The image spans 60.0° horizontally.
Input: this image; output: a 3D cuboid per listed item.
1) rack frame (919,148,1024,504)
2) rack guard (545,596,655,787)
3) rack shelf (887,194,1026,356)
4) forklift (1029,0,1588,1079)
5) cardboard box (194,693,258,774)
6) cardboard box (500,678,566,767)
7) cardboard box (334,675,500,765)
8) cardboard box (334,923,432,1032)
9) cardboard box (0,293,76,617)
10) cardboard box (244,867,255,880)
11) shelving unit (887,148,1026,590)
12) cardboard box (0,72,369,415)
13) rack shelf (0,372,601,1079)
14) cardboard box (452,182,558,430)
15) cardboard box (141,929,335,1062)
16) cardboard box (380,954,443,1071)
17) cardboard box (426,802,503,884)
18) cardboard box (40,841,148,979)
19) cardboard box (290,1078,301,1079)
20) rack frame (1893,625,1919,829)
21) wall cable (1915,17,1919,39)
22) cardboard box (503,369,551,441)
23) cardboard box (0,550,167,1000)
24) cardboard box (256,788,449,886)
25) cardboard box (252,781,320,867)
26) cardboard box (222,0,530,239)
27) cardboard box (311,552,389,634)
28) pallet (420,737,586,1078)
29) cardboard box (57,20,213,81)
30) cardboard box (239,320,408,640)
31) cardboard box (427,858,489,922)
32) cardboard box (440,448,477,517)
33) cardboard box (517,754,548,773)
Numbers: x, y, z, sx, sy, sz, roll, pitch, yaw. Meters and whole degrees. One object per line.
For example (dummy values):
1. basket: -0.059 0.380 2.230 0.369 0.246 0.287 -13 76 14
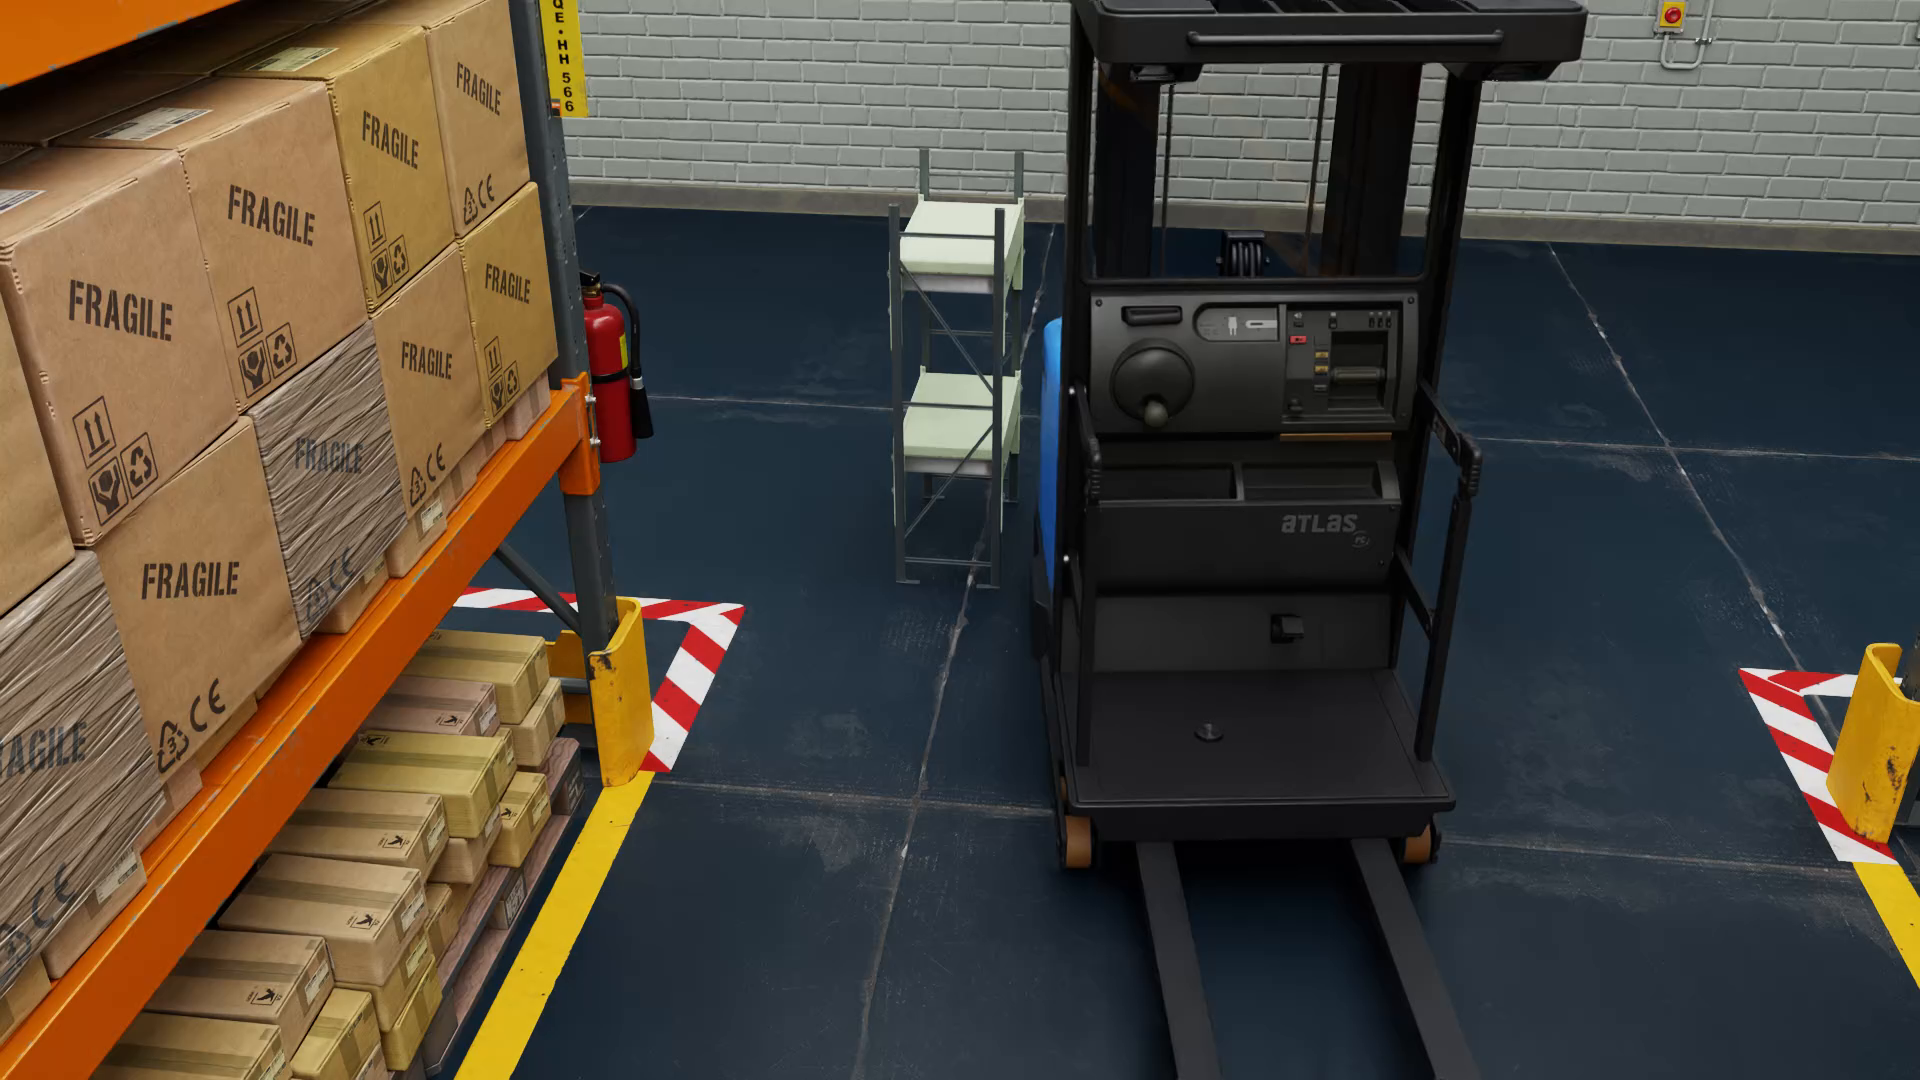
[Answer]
1. rack frame: 0.044 -0.829 6.708 0.400 1.500 0.023 3 28 6
2. rack guard: -1.611 0.455 5.378 1.175 0.500 0.348 3 28 6
3. rack shelf: -0.001 -1.001 6.203 0.431 0.370 0.720 3 28 6
4. forklift: 0.839 -0.466 4.525 1.130 2.935 3.031 -1 28 -1
5. cardboard box: -1.622 0.326 3.246 0.380 0.149 0.250 4 29 7
6. cardboard box: -1.383 0.523 4.866 0.380 0.149 0.250 3 28 5
7. cardboard box: -1.502 0.506 4.584 0.380 0.149 0.250 4 29 7
8. cardboard box: -1.495 1.012 3.958 0.380 0.149 0.250 4 29 7
9. cardboard box: -1.653 -0.092 2.285 0.500 0.500 0.500 4 29 7
10. cardboard box: -1.958 0.862 4.550 0.380 0.149 0.250 4 29 7
11. shelving unit: -0.001 -0.657 6.388 0.431 1.500 0.755 3 28 6
12. cardboard box: -1.527 -0.583 3.196 0.500 0.500 0.500 5 29 9
13. rack shelf: -1.846 0.577 3.275 1.077 0.370 4.000 3 28 6
14. cardboard box: -1.401 -0.630 4.337 0.500 0.500 0.500 4 29 7
15. cardboard box: -1.623 1.001 3.665 0.380 0.149 0.250 2 28 4
16. cardboard box: -1.494 1.136 4.042 0.380 0.149 0.250 2 28 4
17. cardboard box: -1.445 0.768 4.412 0.380 0.149 0.250 2 28 4
18. cardboard box: -1.619 0.575 2.784 0.380 0.149 0.250 5 29 8
19. cardboard box: -1.551 1.263 3.492 0.380 0.149 0.250 4 29 7
20. rack frame: 3.324 -0.441 4.406 1.000 3.000 0.127 3 28 6
21. wall cable: 5.401 -3.467 8.951 0.588 1.984 0.122 3 28 6
22. cardboard box: -1.361 -0.401 4.596 0.380 0.149 0.250 3 28 6
23. cardboard box: -1.630 0.340 2.537 0.500 0.500 0.500 3 28 5
24. cardboard box: -1.503 0.754 4.124 0.380 0.149 0.250 2 28 4
25. cardboard box: -1.952 0.736 4.471 0.380 0.149 0.250 4 29 7
26. cardboard box: -1.411 -1.066 4.094 0.500 0.500 0.500 3 28 5
27. cardboard box: -1.514 0.077 3.709 0.380 0.149 0.250 2 28 4
28. pallet: -1.745 0.963 4.741 1.003 0.211 1.213 3 28 6
29. cardboard box: -1.975 -0.862 3.715 0.500 0.500 0.500 4 29 8
30. cardboard box: -1.522 -0.148 3.444 0.500 0.500 0.500 3 29 6
31. cardboard box: -1.508 0.895 4.489 0.380 0.149 0.250 3 28 6
32. cardboard box: -1.444 -0.167 4.162 0.380 0.149 0.250 3 28 6
33. cardboard box: -1.459 0.649 4.946 0.380 0.149 0.250 4 29 7
